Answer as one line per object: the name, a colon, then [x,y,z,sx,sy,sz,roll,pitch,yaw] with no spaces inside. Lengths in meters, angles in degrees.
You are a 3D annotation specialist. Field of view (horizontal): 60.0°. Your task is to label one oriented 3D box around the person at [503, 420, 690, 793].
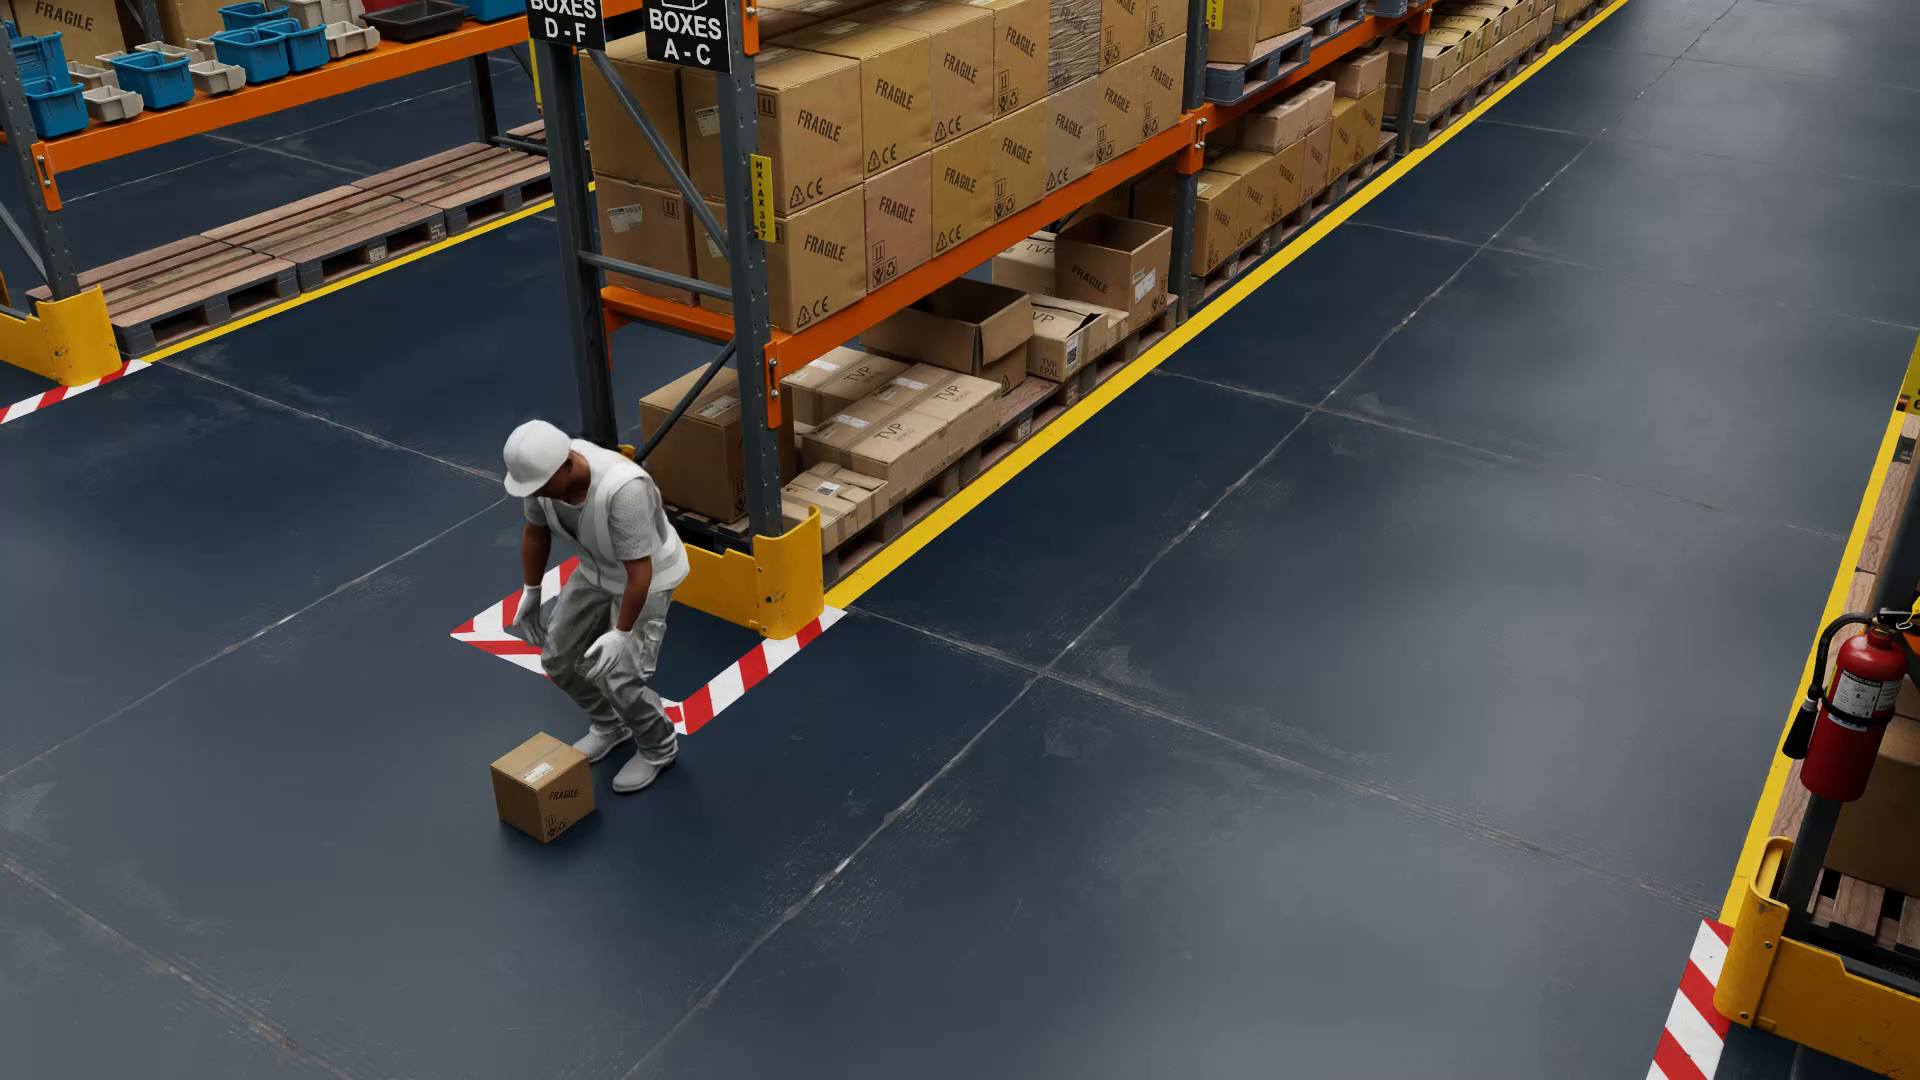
person: [-1.277,0.199,5.999,0.607,1.552,0.674,21,36,32]
